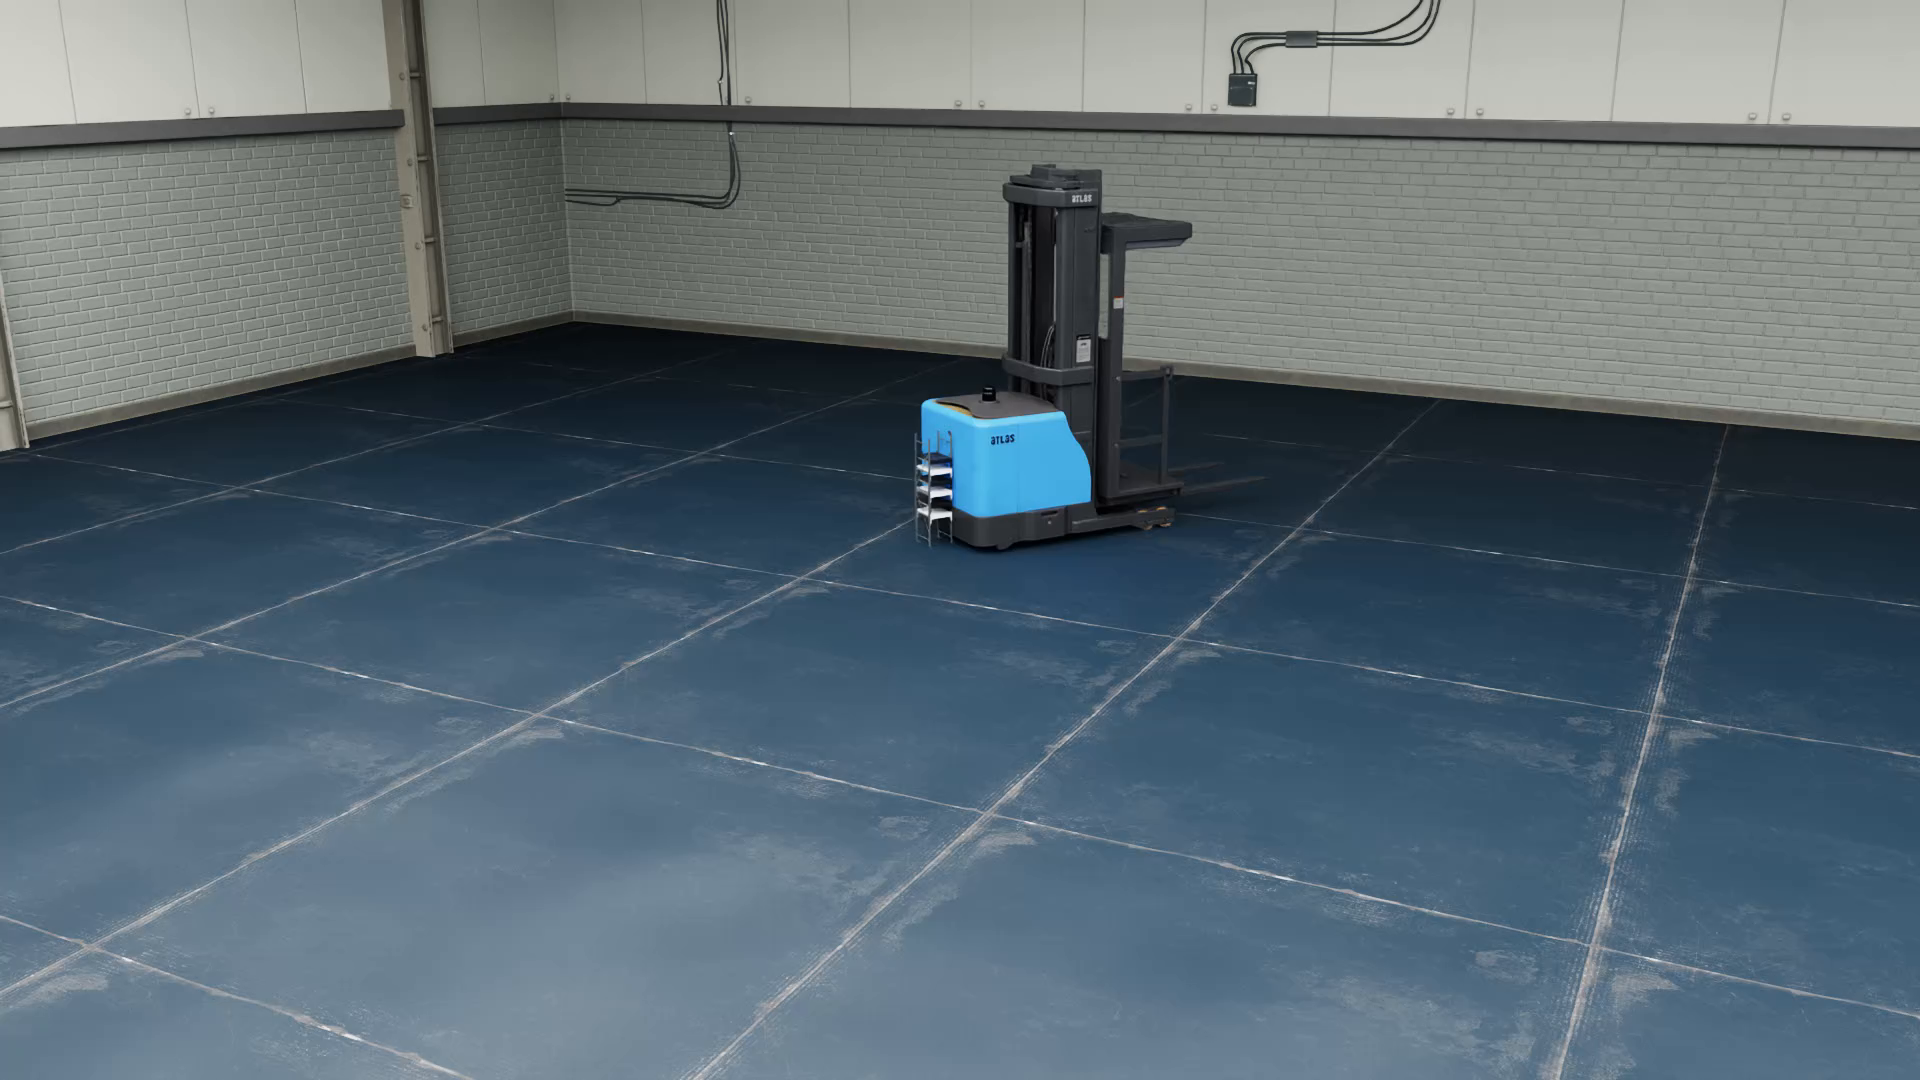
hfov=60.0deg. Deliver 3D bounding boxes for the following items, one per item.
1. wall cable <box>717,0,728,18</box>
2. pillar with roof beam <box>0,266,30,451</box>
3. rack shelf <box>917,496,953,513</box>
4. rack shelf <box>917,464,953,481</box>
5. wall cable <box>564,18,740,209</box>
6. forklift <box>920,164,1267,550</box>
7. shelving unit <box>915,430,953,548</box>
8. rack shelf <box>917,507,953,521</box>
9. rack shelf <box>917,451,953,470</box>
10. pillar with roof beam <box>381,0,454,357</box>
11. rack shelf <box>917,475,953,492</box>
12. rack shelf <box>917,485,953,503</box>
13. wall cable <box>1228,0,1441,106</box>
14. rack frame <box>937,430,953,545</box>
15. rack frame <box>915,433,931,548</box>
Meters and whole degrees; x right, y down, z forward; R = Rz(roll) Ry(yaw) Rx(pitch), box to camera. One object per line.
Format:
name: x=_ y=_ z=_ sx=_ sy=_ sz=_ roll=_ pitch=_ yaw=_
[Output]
wall cable: x=-1.939 y=-7.913 z=20.944 sx=3.097 sy=2.526 sz=0.112 roll=8 pitch=18 yaw=25
pillar with roof beam: x=-5.688 y=-4.666 z=13.430 sx=9.100 sy=9.000 sz=0.400 roll=8 pitch=18 yaw=25
rack shelf: x=-0.208 y=-0.291 z=13.356 sx=0.200 sy=0.077 sz=0.258 roll=-9 pitch=19 yaw=-29
rack shelf: x=-0.208 y=-0.550 z=13.279 sx=0.200 sy=0.077 sz=0.258 roll=-9 pitch=19 yaw=-29
wall cable: x=-4.359 y=-5.836 z=22.821 sx=3.097 sy=2.526 sz=0.112 roll=8 pitch=18 yaw=25
forklift: x=1.210 y=-1.609 z=13.792 sx=3.031 sy=2.935 sz=1.130 roll=-9 pitch=19 yaw=-28
shelving unit: x=-0.208 y=-0.409 z=13.321 sx=0.210 sy=0.900 sz=0.258 roll=-9 pitch=19 yaw=-29
rack shelf: x=-0.208 y=-0.204 z=13.382 sx=0.200 sy=0.077 sz=0.258 roll=-9 pitch=19 yaw=-29
rack shelf: x=-0.208 y=-0.636 z=13.253 sx=0.200 sy=0.077 sz=0.258 roll=-9 pitch=19 yaw=-29
pillar with roof beam: x=-3.007 y=-6.195 z=18.575 sx=9.100 sy=9.000 sz=0.400 roll=8 pitch=18 yaw=25
rack shelf: x=-0.208 y=-0.463 z=13.305 sx=0.200 sy=0.077 sz=0.258 roll=-9 pitch=19 yaw=-29
rack shelf: x=-0.208 y=-0.377 z=13.330 sx=0.200 sy=0.077 sz=0.258 roll=-9 pitch=19 yaw=-29
wall cable: x=4.127 y=-7.743 z=17.815 sx=2.305 sy=6.003 sz=0.169 roll=8 pitch=18 yaw=25
rack frame: x=-0.120 y=-0.424 z=13.370 sx=0.006 sy=0.900 sz=0.240 roll=-9 pitch=19 yaw=-29
rack frame: x=-0.296 y=-0.394 z=13.272 sx=0.006 sy=0.900 sz=0.240 roll=-9 pitch=19 yaw=-29
